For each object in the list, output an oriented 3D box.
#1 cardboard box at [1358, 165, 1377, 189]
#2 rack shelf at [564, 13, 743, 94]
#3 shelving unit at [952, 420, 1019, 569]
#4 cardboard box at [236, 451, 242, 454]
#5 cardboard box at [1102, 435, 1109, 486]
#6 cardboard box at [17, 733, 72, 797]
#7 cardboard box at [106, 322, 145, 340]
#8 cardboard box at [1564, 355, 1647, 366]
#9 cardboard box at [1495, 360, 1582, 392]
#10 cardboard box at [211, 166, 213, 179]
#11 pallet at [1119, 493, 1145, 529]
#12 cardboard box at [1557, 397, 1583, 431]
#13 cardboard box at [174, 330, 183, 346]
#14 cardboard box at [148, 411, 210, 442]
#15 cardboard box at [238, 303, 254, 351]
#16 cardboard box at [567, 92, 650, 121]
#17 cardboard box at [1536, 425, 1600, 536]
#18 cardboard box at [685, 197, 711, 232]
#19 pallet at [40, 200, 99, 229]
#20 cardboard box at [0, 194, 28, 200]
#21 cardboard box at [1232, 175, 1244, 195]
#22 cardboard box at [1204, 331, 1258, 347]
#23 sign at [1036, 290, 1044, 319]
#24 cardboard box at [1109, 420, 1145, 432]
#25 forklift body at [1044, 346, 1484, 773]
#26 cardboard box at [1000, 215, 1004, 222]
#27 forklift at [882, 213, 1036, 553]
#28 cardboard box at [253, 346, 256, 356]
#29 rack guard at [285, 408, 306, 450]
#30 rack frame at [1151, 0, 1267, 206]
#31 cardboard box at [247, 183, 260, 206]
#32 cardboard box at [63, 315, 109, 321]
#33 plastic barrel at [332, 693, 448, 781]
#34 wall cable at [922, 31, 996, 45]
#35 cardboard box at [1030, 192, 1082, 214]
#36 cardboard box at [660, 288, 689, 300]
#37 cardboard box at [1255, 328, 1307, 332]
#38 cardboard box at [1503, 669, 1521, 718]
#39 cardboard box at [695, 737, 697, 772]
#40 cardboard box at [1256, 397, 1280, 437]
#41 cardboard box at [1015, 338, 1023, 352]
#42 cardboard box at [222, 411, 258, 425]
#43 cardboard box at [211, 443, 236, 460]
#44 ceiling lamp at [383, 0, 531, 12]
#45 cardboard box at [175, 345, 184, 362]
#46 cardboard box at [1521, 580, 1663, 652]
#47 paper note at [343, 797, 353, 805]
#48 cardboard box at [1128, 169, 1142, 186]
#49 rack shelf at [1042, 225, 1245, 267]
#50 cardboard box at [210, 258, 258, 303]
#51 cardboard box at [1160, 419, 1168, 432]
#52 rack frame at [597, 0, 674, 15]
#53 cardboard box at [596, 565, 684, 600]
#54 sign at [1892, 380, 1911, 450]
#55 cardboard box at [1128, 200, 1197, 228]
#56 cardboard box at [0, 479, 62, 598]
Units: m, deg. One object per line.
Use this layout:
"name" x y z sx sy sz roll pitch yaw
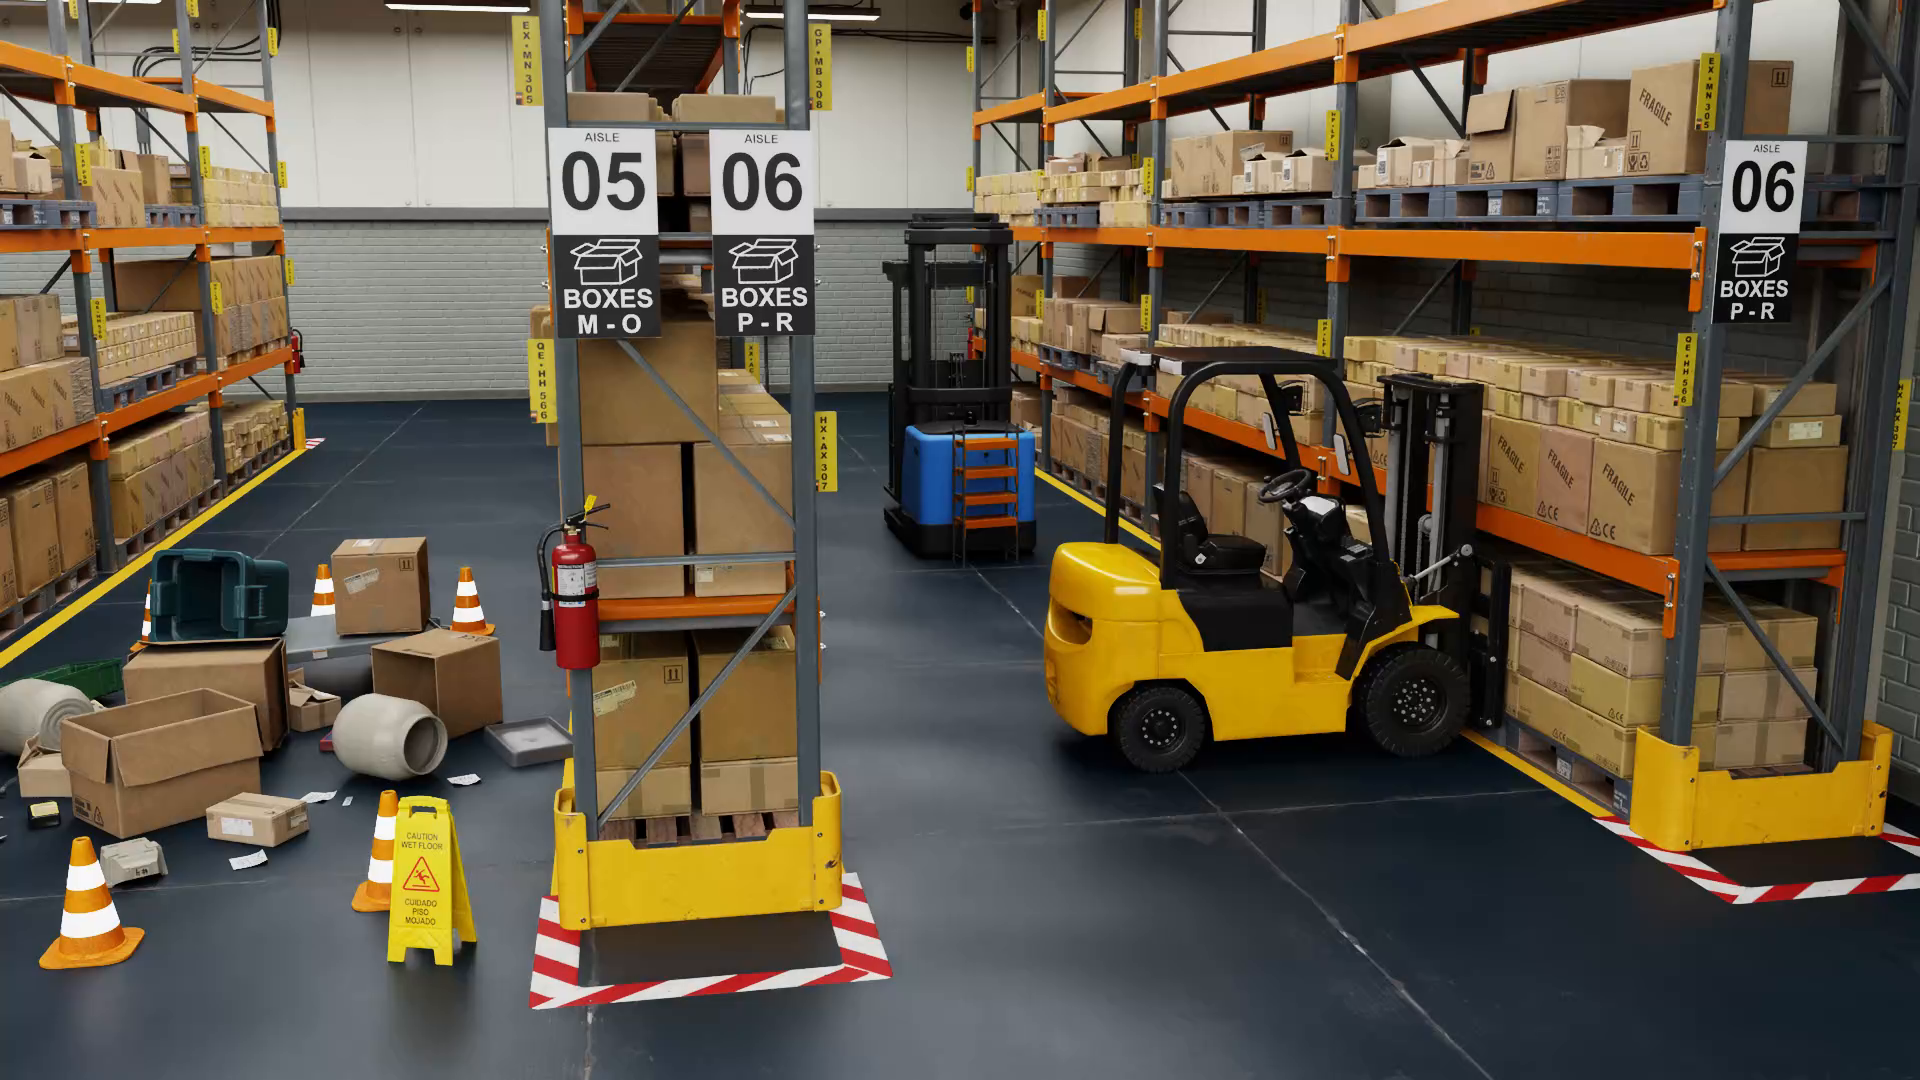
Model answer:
"cardboard box" 2.798 -2.340 10.727 0.380 0.149 0.250 -2 11 -10
"rack shelf" -2.249 -3.411 12.042 1.077 0.370 4.000 -2 11 -11
"shelving unit" 0.214 -0.389 14.030 0.503 1.200 0.258 -4 12 -22
"cardboard box" -8.158 -0.892 18.362 0.380 0.149 0.250 -2 11 -11
"cardboard box" 1.746 -0.797 16.926 0.500 0.500 0.500 -2 11 -9
"cardboard box" -4.555 1.143 8.479 0.396 0.266 0.258 0 11 -1
"cardboard box" -7.631 -1.890 15.059 0.380 0.149 0.250 -2 11 -9
"cardboard box" 3.658 -0.962 9.431 0.380 0.149 0.250 -2 11 -11
"cardboard box" 3.163 -0.896 9.086 0.380 0.149 0.250 -2 11 -10
"cardboard box" -8.091 -3.870 17.482 0.380 0.149 0.250 -3 11 -13
"pallet" 2.122 -0.330 16.365 1.003 0.211 1.213 -2 11 -11
"cardboard box" 3.338 -0.657 8.622 0.380 0.149 0.250 -2 11 -11
"cardboard box" -7.883 -1.985 16.354 0.380 0.149 0.250 -2 11 -9
"cardboard box" -7.859 -1.135 16.692 0.500 0.250 0.500 -2 11 -13
"cardboard box" -8.267 -2.395 18.693 0.500 0.500 0.500 -2 11 -12
"cardboard box" -1.437 -1.706 6.655 0.380 0.149 0.250 -2 11 -10
"cardboard box" 3.341 -0.319 8.585 0.500 0.500 0.500 -2 11 -9
"cardboard box" -0.967 -1.381 7.077 0.380 0.149 0.250 -2 11 -13
"pallet" -7.296 -2.446 12.509 1.213 0.211 1.003 -2 11 -8
"cardboard box" -7.834 -2.800 13.594 0.500 0.500 0.500 -2 11 -11
"cardboard box" 2.347 -2.765 12.962 0.380 0.149 0.250 -2 11 -12
"cardboard box" 2.273 -1.672 13.958 0.380 0.149 0.250 -2 11 -10
"sign" 0.922 -2.699 19.040 0.100 0.325 0.005 -2 11 -11
"cardboard box" 1.739 -1.134 16.961 0.380 0.149 0.250 -2 11 -12
"forklift body" 1.628 0.041 9.227 2.313 2.155 1.214 -2 11 -11
"cardboard box" 0.711 -4.027 20.982 0.380 0.149 0.250 -2 11 -11
"forklift" -0.119 -1.555 15.530 1.130 2.935 3.031 -2 11 -11
"cardboard box" -8.525 -2.236 19.596 0.380 0.149 0.250 -3 11 -13
"rack guard" -9.015 -1.407 21.252 1.175 0.500 0.348 -2 11 -11
"rack frame" 2.230 -4.508 14.816 1.000 3.000 0.127 -2 11 -11
"cardboard box" -8.493 -4.031 19.396 0.500 0.250 0.500 -2 11 -10
"cardboard box" -8.519 -2.103 16.183 0.380 0.149 0.250 -2 11 -11
"plastic barrel" -2.969 1.029 8.659 0.512 0.421 0.421 6 12 28
"wall cable" 0.833 -9.790 27.689 2.988 3.039 0.133 -2 11 -11
"cardboard box" 1.113 -3.920 19.355 0.500 0.250 0.500 -2 11 -11
"cardboard box" -1.987 -1.244 9.975 0.700 0.500 0.500 -2 11 -12
"cardboard box" 2.759 -1.741 14.317 0.380 0.149 0.250 -2 11 -12
"cardboard box" 3.209 0.792 9.244 0.500 0.250 0.500 -2 11 -10
"cardboard box" -1.059 0.980 8.258 0.500 0.250 0.500 -2 11 -9
"cardboard box" 2.551 -0.929 12.456 0.500 0.250 0.500 -2 11 -11
"cardboard box" 0.895 -2.410 20.506 0.380 0.149 0.250 -2 11 -12
"cardboard box" -8.473 -1.419 19.538 0.380 0.149 0.250 -3 11 -13
"cardboard box" -8.008 -0.945 17.847 0.380 0.149 0.250 -2 11 -8
"ceiling lamp" -7.094 -9.066 23.151 2.000 3.185 0.800 -2 11 -11
"cardboard box" -7.882 -1.839 16.385 0.380 0.149 0.250 -2 11 -11
"cardboard box" 3.286 0.393 8.668 0.500 0.250 0.500 -2 11 -10
"paper note" -3.060 1.305 8.313 0.032 0.001 0.123 -2 11 -11
"cardboard box" 1.824 -3.454 15.841 0.380 0.149 0.250 -2 11 -13
"rack shelf" 1.841 -3.048 17.091 1.077 0.370 4.000 -2 11 -11
"cardboard box" -8.382 -2.976 19.070 0.500 0.500 0.500 -3 11 -13
"cardboard box" 2.222 -1.157 17.081 0.380 0.149 0.250 -2 11 -12
"rack frame" -4.194 -5.795 21.573 1.000 3.000 0.127 -2 11 -11
"cardboard box" -1.364 0.150 7.060 0.380 0.149 0.250 -2 11 -9
"sign" 4.332 -0.577 7.680 0.100 0.325 0.005 -2 11 -11
"cardboard box" 1.892 -3.047 15.559 0.500 0.250 0.500 -2 11 -13
"cardboard box" -7.270 -0.008 12.108 1.050 0.750 0.750 -2 11 -10
